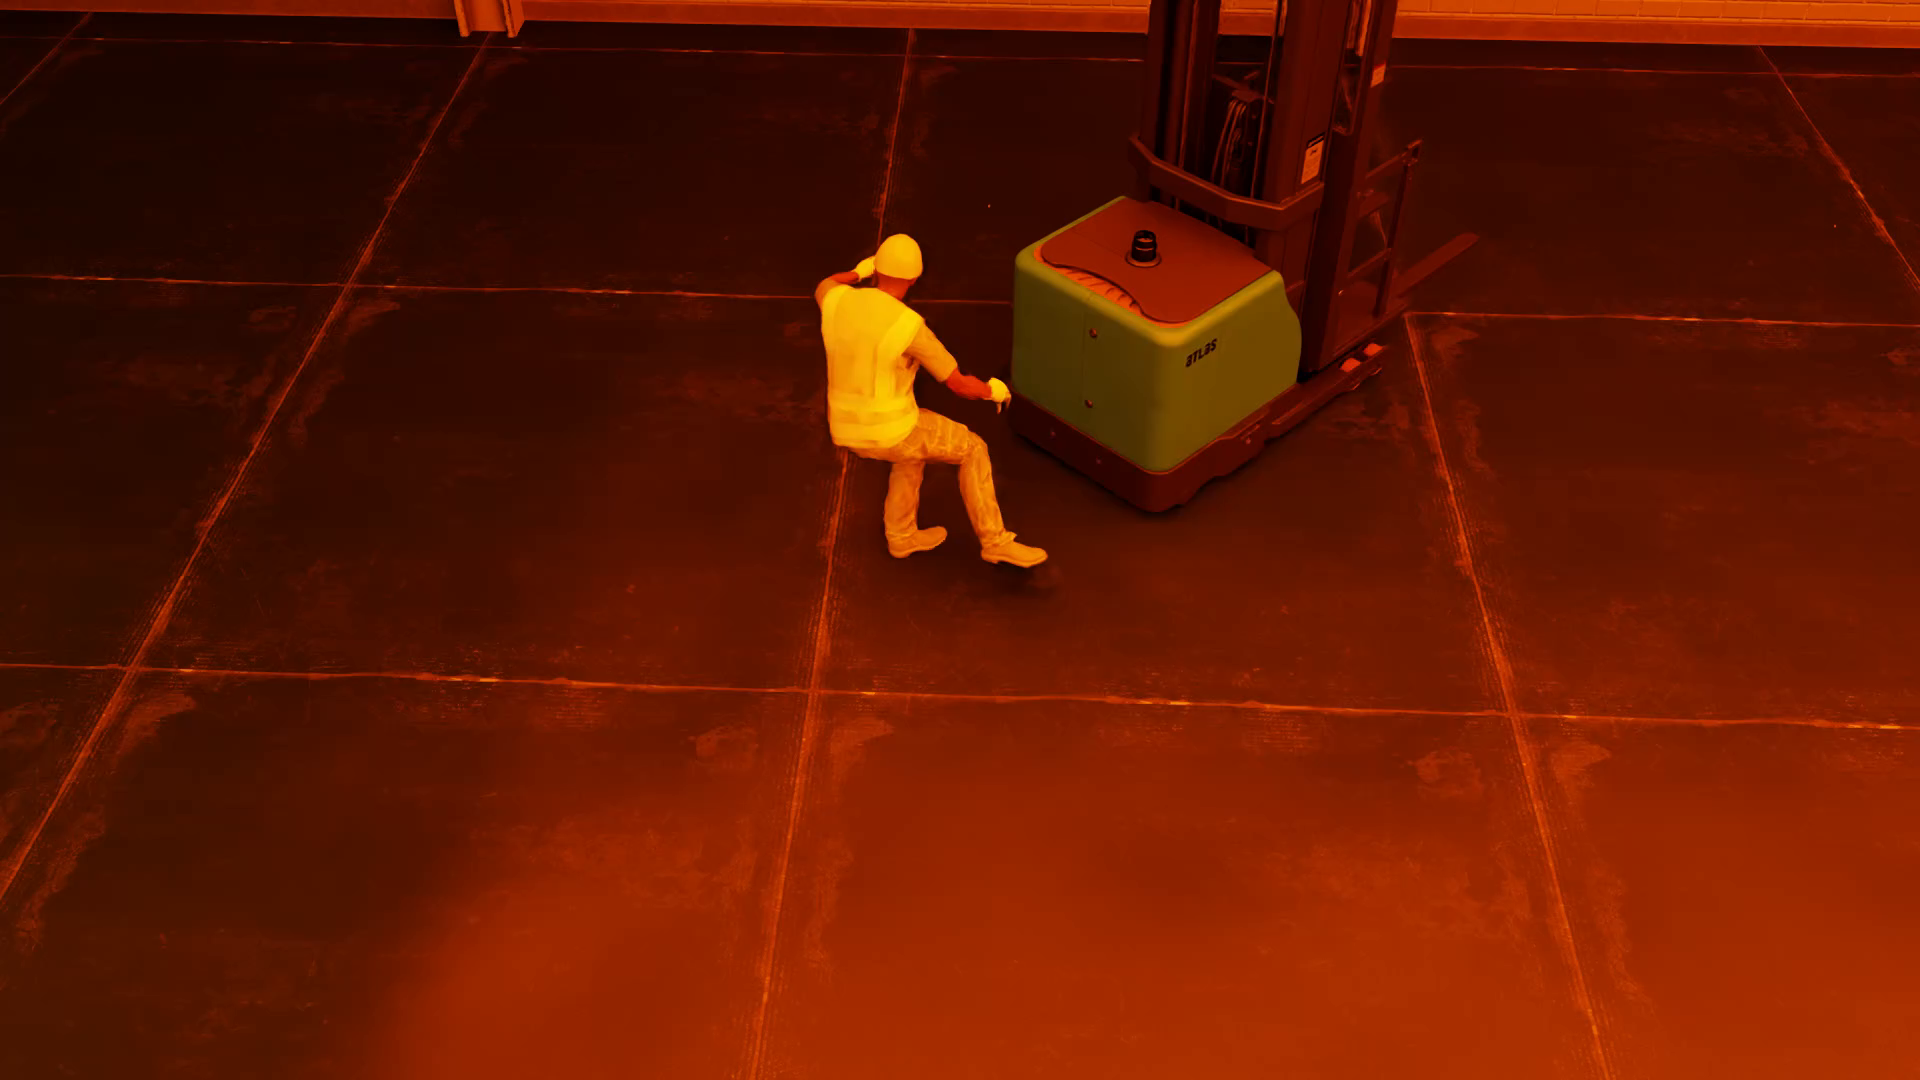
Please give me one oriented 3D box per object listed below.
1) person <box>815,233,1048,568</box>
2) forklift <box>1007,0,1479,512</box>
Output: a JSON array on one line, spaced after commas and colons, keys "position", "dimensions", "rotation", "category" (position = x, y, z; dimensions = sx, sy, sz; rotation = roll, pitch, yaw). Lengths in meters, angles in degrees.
[{"position": [-0.107, -0.656, 7.524], "dimensions": [1.308, 1.530, 0.931], "rotation": [22, 47, 22], "category": "person"}, {"position": [1.647, -2.098, 8.040], "dimensions": [3.031, 2.935, 1.130], "rotation": [-33, 52, -31], "category": "forklift"}]
